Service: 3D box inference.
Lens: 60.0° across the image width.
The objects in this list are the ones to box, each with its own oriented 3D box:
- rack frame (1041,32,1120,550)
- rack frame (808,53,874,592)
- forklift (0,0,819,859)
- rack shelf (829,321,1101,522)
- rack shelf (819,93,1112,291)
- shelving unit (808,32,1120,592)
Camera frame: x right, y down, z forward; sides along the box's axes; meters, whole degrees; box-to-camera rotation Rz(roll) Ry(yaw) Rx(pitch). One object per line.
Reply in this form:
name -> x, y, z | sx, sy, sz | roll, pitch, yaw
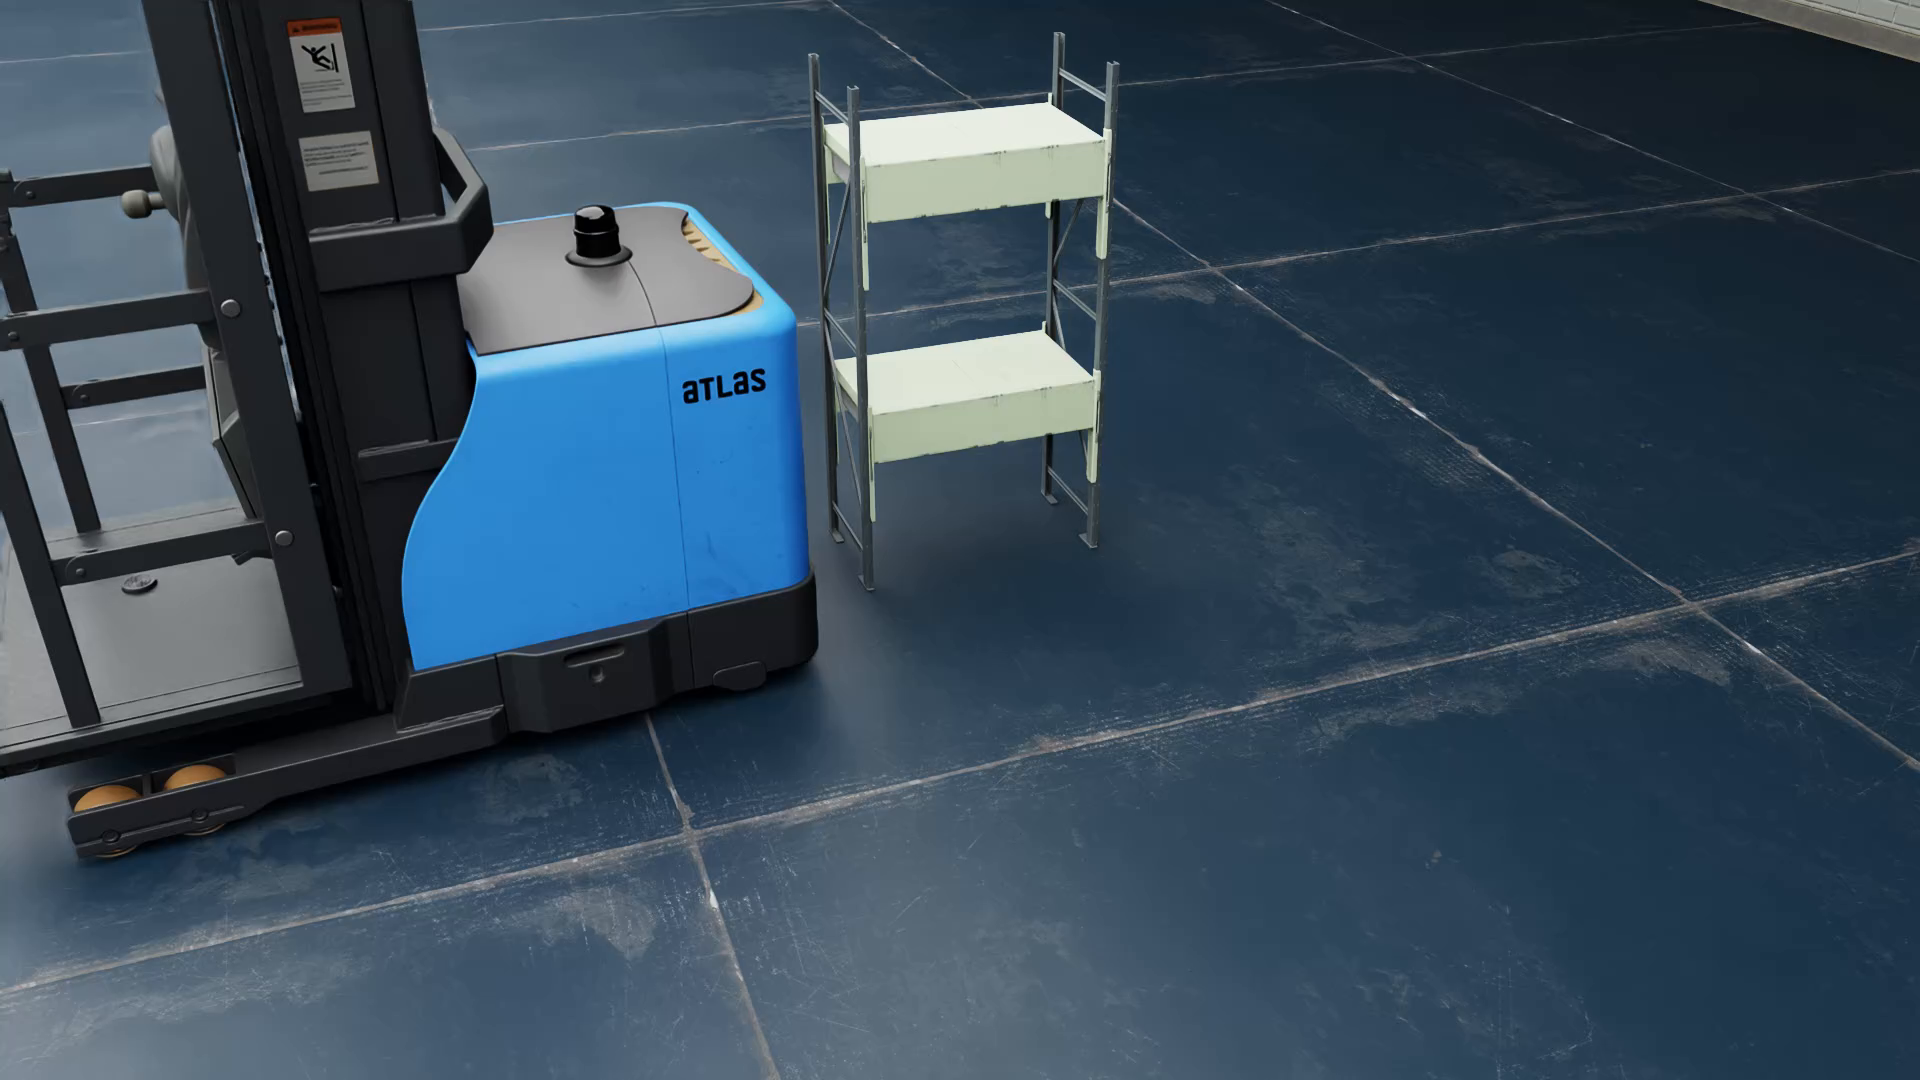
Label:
rack frame -> 0.349, -0.716, 4.992 | 0.023, 1.500, 0.400 | -10, 31, -18
rack frame -> -0.337, -0.590, 4.770 | 0.023, 1.500, 0.400 | -10, 31, -18
forklift -> -1.953, -0.822, 3.732 | 3.031, 2.935, 1.130 | -12, 32, -21
rack shelf -> 0.006, -0.370, 5.042 | 0.720, 0.370, 0.431 | -10, 31, -18
rack shelf -> 0.006, -0.992, 4.688 | 0.720, 0.370, 0.431 | -10, 31, -18
shelving unit -> 0.006, -0.653, 4.881 | 0.755, 1.500, 0.431 | -10, 31, -18
